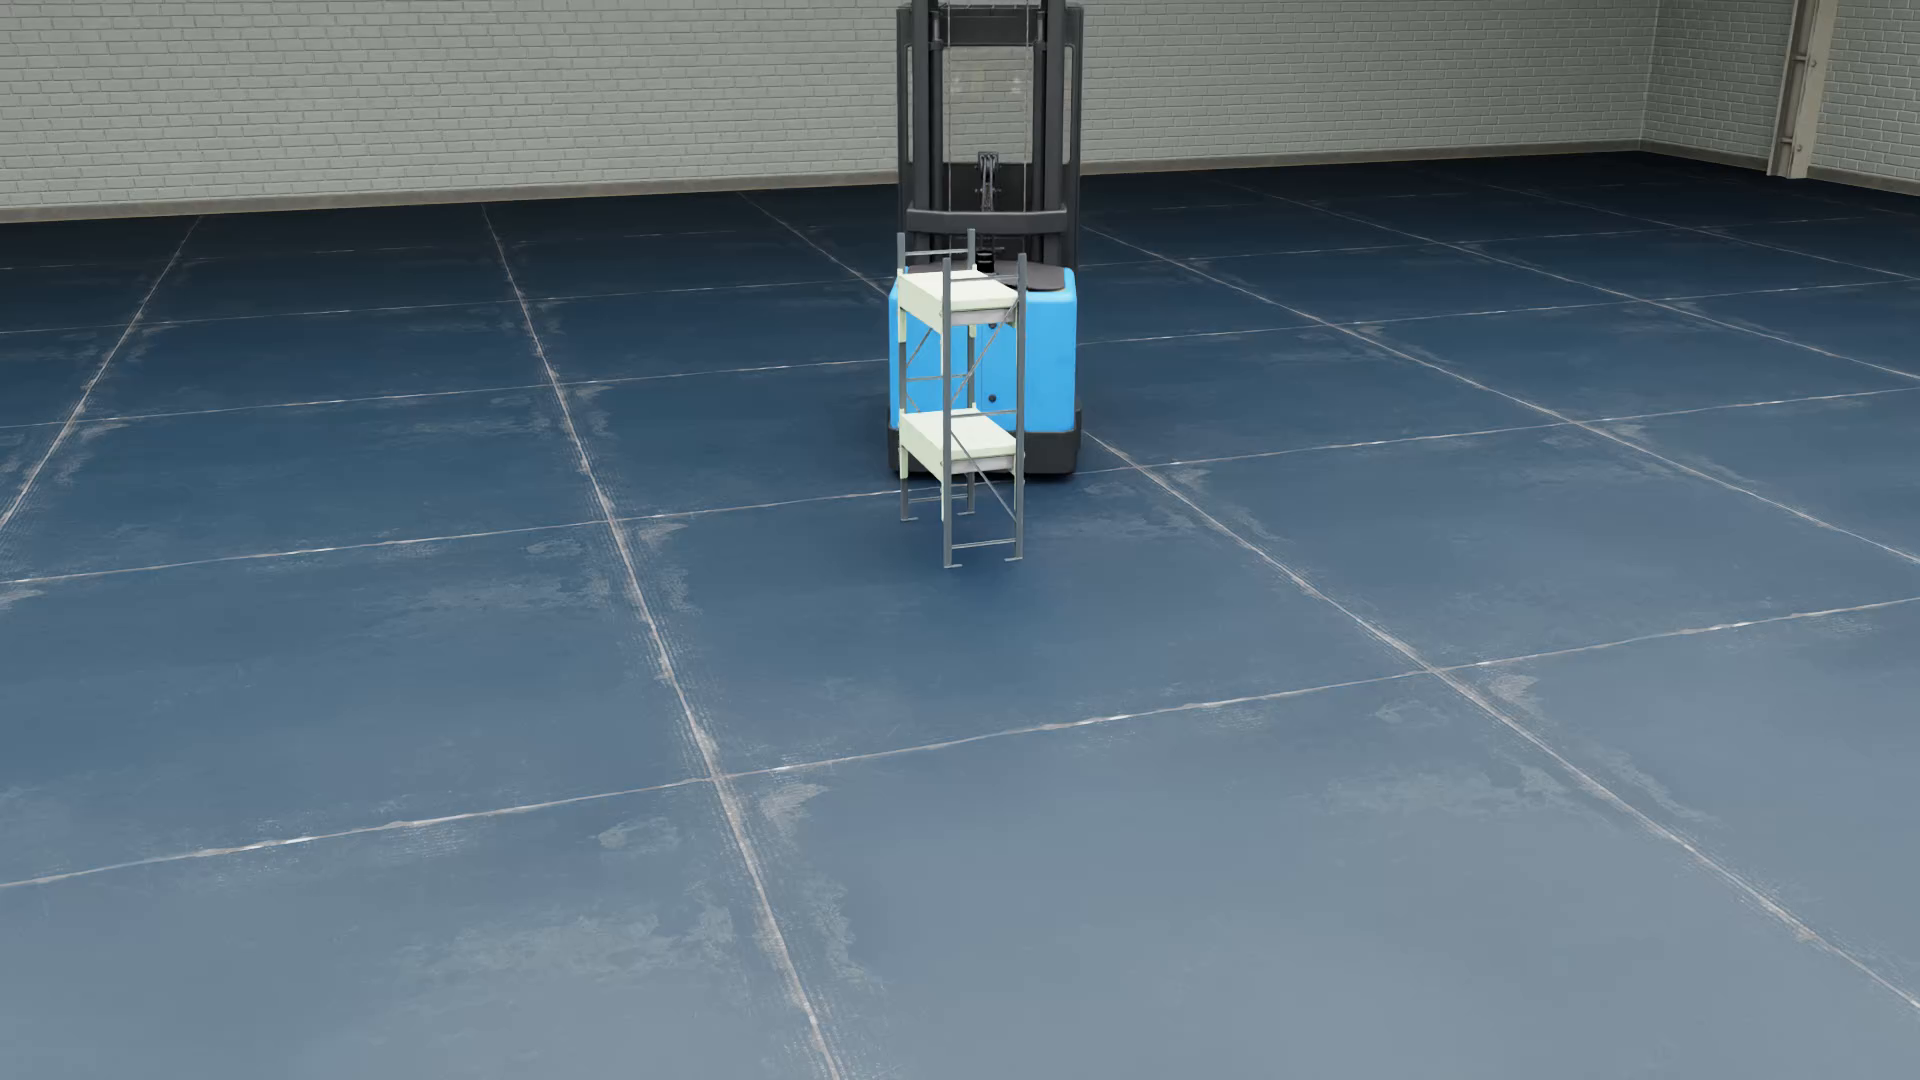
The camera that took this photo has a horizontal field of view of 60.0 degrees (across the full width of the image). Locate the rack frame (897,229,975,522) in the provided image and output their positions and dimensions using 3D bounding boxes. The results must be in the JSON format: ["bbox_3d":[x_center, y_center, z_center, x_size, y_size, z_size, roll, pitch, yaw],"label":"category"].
[{"bbox_3d":[-0.117,-0.825,8.496,0.400,1.500,0.023,-6,21,-17],"label":"rack frame"}]

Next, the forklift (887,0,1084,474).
[{"bbox_3d":[0.184,-2.196,10.194,1.130,2.935,3.031,1,20,2],"label":"forklift"}]

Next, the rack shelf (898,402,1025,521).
[{"bbox_3d":[-0.002,-0.401,8.279,0.431,0.370,0.720,-6,21,-17],"label":"rack shelf"}]

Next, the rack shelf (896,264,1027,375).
[{"bbox_3d":[-0.002,-1.075,8.037,0.431,0.370,0.720,-6,21,-17],"label":"rack shelf"}]

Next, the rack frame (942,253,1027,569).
[{"bbox_3d":[0.113,-0.591,7.842,0.400,1.500,0.023,-6,21,-17],"label":"rack frame"}]

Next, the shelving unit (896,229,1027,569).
[{"bbox_3d":[-0.002,-0.708,8.169,0.431,1.500,0.755,-6,21,-17],"label":"shelving unit"}]

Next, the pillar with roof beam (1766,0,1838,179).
[{"bbox_3d":[6.618,-8.486,18.730,9.100,9.000,0.400,-6,21,-17],"label":"pillar with roof beam"}]
